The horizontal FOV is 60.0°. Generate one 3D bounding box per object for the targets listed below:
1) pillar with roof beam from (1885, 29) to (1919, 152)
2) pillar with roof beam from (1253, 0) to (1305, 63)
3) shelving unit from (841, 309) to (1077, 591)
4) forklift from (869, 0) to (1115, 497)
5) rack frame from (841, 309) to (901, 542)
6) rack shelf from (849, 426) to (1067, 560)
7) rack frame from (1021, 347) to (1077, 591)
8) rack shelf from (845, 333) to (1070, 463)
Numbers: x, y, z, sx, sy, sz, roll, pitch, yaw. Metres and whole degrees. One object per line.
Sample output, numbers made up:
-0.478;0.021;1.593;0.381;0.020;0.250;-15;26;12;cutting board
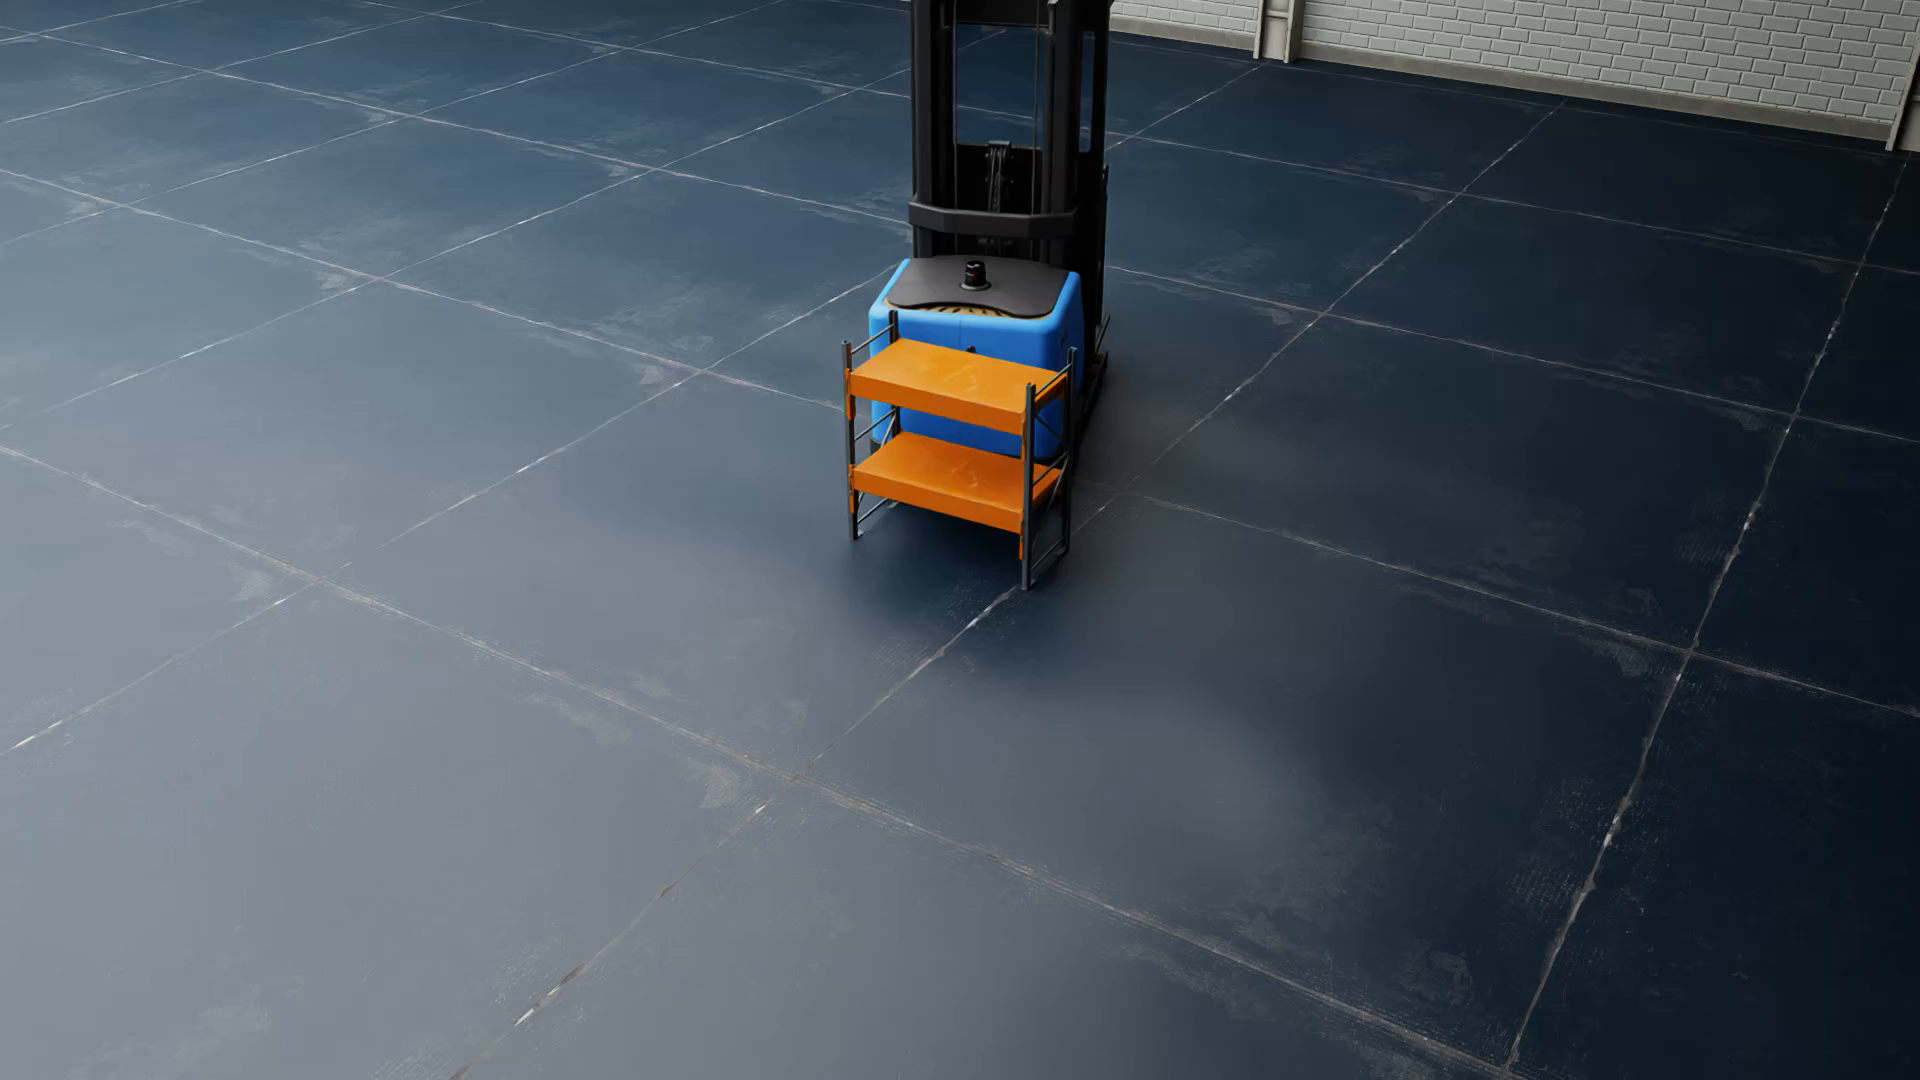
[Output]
6.108;-5.499;9.247;0.400;9.000;9.100;18;35;27;pillar with roof beam
1.026;-7.107;12.002;0.400;9.000;9.100;18;35;27;pillar with roof beam
-0.006;-0.467;8.434;1.048;1.125;0.538;15;34;24;shelving unit
0.319;-2.222;9.649;1.130;2.935;3.031;6;31;11;forklift
-0.452;-0.590;8.645;0.032;1.125;0.500;15;34;24;rack frame
-0.006;-0.256;8.557;1.000;0.278;0.538;15;34;24;rack shelf
0.440;-0.344;8.223;0.032;1.125;0.500;15;34;24;rack frame
-0.006;-0.720;8.286;1.000;0.278;0.538;15;34;24;rack shelf
